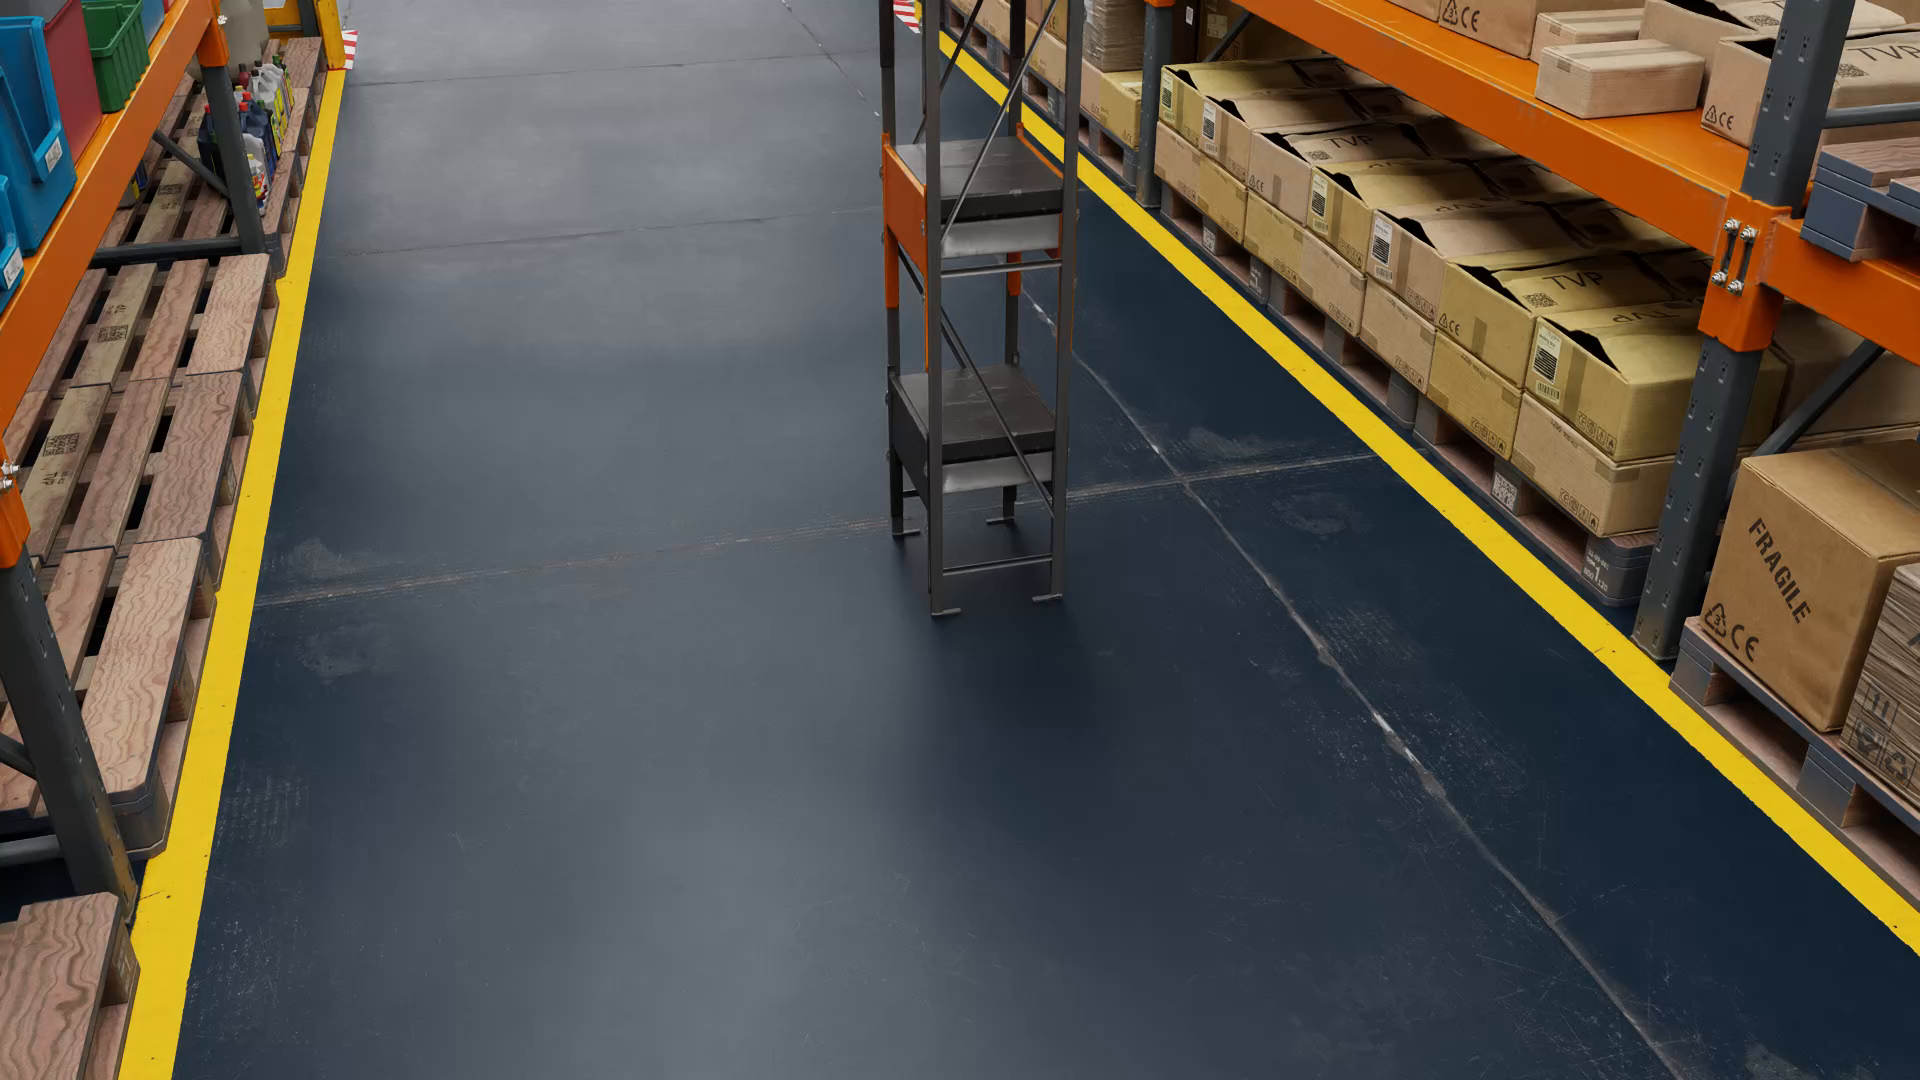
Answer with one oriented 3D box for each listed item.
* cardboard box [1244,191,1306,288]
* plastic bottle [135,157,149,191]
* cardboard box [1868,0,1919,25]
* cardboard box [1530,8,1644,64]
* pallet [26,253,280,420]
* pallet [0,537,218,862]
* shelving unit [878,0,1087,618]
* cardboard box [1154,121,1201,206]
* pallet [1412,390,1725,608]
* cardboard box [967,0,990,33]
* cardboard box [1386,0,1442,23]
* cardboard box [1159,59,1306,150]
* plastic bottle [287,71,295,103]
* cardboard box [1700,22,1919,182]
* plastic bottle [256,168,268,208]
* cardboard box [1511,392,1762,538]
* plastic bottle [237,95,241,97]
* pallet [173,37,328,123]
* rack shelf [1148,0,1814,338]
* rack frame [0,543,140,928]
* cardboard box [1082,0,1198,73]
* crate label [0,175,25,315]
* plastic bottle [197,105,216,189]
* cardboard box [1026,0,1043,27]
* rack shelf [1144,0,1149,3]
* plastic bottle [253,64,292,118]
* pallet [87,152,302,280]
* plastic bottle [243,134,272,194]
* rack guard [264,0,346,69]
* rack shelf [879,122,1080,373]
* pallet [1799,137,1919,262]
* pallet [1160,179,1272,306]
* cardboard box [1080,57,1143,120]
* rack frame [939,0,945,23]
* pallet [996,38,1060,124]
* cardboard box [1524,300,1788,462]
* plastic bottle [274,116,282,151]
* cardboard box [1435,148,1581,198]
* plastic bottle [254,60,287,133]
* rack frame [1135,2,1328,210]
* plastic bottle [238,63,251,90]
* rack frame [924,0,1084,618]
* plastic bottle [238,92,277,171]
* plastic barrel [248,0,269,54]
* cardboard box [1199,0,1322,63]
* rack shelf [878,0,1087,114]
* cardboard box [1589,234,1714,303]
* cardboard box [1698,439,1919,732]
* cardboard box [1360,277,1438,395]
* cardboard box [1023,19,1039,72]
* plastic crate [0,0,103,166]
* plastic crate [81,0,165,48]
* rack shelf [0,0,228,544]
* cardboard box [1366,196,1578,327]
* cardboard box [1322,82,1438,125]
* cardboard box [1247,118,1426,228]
[{"bbox_3d":[1.493,-1.246,6.734,0.500,0.250,0.500,-9,31,-15],"label":"cardboard box"},{"bbox_3d":[-3.790,-1.731,7.526,0.152,0.276,0.135,-8,31,-13],"label":"plastic bottle"},{"bbox_3d":[5.812,-3.244,9.917,0.500,0.500,0.500,-10,32,-17],"label":"cardboard box"},{"bbox_3d":[2.020,-1.547,5.179,0.380,0.149,0.250,-6,31,-10],"label":"cardboard box"},{"bbox_3d":[-3.180,-0.741,6.320,1.003,0.211,1.213,-8,31,-13],"label":"pallet"},{"bbox_3d":[-2.533,0.437,4.284,1.003,0.211,1.213,-8,31,-13],"label":"pallet"},{"bbox_3d":[0.044,-0.829,4.586,0.431,2.100,0.503,-8,31,-13],"label":"shelving unit"},{"bbox_3d":[1.219,-1.743,7.593,0.500,0.250,0.500,-9,31,-14],"label":"cardboard box"},{"bbox_3d":[2.231,-0.243,5.459,1.003,0.211,1.213,-8,31,-13],"label":"pallet"},{"bbox_3d":[0.353,-3.373,10.409,0.500,0.250,0.500,-8,31,-13],"label":"cardboard box"},{"bbox_3d":[1.812,-2.153,5.875,0.500,0.500,0.500,-8,31,-13],"label":"cardboard box"},{"bbox_3d":[1.220,-1.981,7.444,0.500,0.311,0.500,-8,31,-13],"label":"cardboard box"},{"bbox_3d":[-3.578,-2.405,8.765,0.097,0.201,0.097,0,30,0],"label":"plastic bottle"},{"bbox_3d":[2.358,-1.190,4.401,0.500,0.311,0.500,-6,31,-10],"label":"cardboard box"},{"bbox_3d":[-3.115,-1.563,7.310,0.097,0.201,0.097,0,30,0],"label":"plastic bottle"},{"bbox_3d":[2.038,-0.261,5.031,0.500,0.250,0.500,-7,31,-12],"label":"cardboard box"},{"bbox_3d":[-3.557,-2.096,8.231,0.097,0.201,0.097,0,30,0],"label":"plastic bottle"},{"bbox_3d":[-4.212,-2.624,9.572,1.003,0.211,1.213,-8,31,-13],"label":"pallet"},{"bbox_3d":[1.882,-1.702,5.914,1.077,0.370,4.000,-8,31,-13],"label":"rack shelf"},{"bbox_3d":[-2.364,-0.390,2.930,1.000,3.000,0.127,-8,31,-13],"label":"rack frame"},{"bbox_3d":[0.895,-2.733,8.555,0.500,0.500,0.500,-8,31,-13],"label":"cardboard box"},{"bbox_3d":[-2.115,-0.571,3.410,0.303,0.233,0.416,-8,31,-13],"label":"crate label"},{"bbox_3d":[-3.379,-1.792,7.557,0.144,0.351,0.185,-8,31,-13],"label":"plastic bottle"},{"bbox_3d":[0.612,-3.214,9.385,0.500,0.500,0.500,-8,31,-13],"label":"cardboard box"},{"bbox_3d":[0.820,-3.634,9.252,1.077,0.370,4.000,-8,31,-13],"label":"rack shelf"},{"bbox_3d":[-3.537,-2.312,8.529,0.152,0.276,0.135,-8,31,-13],"label":"plastic bottle"},{"bbox_3d":[-3.564,-1.445,7.536,1.003,0.211,1.213,-8,31,-13],"label":"pallet"},{"bbox_3d":[-3.200,-1.699,7.470,0.152,0.276,0.135,-7,31,-11],"label":"plastic bottle"},{"bbox_3d":[-4.422,-3.142,10.179,1.175,0.500,0.348,-8,31,-13],"label":"rack guard"},{"bbox_3d":[0.044,-0.817,4.593,0.431,0.518,0.480,-8,31,-13],"label":"rack shelf"},{"bbox_3d":[2.660,-0.646,3.563,1.213,0.211,1.003,-8,31,-13],"label":"pallet"},{"bbox_3d":[1.584,-1.422,7.495,1.003,0.211,1.213,-8,31,-13],"label":"pallet"},{"bbox_3d":[0.894,-2.409,8.742,0.500,0.250,0.500,-8,31,-13],"label":"cardboard box"},{"bbox_3d":[0.289,-4.911,10.740,1.000,3.000,0.127,-8,31,-13],"label":"rack frame"},{"bbox_3d":[0.853,-2.752,9.794,1.003,0.211,1.213,-8,31,-13],"label":"pallet"},{"bbox_3d":[2.036,-0.502,4.889,0.500,0.311,0.500,-7,31,-12],"label":"cardboard box"},{"bbox_3d":[-3.343,-1.978,8.027,0.097,0.201,0.097,0,30,0],"label":"plastic bottle"},{"bbox_3d":[2.139,-1.321,6.304,0.500,0.311,0.500,-8,31,-14],"label":"cardboard box"},{"bbox_3d":[-3.452,-2.198,8.258,0.144,0.351,0.185,-7,31,-11],"label":"plastic bottle"},{"bbox_3d":[1.351,-2.979,7.403,1.000,3.000,0.127,-8,31,-13],"label":"rack frame"},{"bbox_3d":[-3.640,-2.300,8.503,0.061,0.283,0.133,-8,31,-13],"label":"plastic bottle"},{"bbox_3d":[0.109,-0.711,4.382,0.400,2.100,0.015,-8,31,-13],"label":"rack frame"},{"bbox_3d":[-3.290,-1.902,7.748,0.144,0.351,0.185,-9,31,-15],"label":"plastic bottle"},{"bbox_3d":[-4.239,-3.052,9.592,0.421,0.512,0.421,0,30,0],"label":"plastic barrel"},{"bbox_3d":[1.529,-2.561,8.257,0.500,0.500,0.500,-8,31,-13],"label":"cardboard box"},{"bbox_3d":[0.044,-1.423,4.242,0.431,0.518,0.480,-8,31,-13],"label":"rack shelf"},{"bbox_3d":[2.409,-0.826,5.449,0.500,0.311,0.500,-9,31,-15],"label":"cardboard box"},{"bbox_3d":[2.258,0.102,4.135,0.500,0.500,0.500,-7,31,-11],"label":"cardboard box"},{"bbox_3d":[1.767,-0.752,5.881,0.500,0.250,0.500,-7,31,-12],"label":"cardboard box"},{"bbox_3d":[0.613,-2.889,9.573,0.500,0.250,0.500,-8,31,-13],"label":"cardboard box"},{"bbox_3d":[-2.498,-1.239,4.333,0.402,0.464,0.583,-8,31,-13],"label":"plastic crate"},{"bbox_3d":[-2.833,-1.824,5.423,0.392,0.384,0.575,-8,31,-13],"label":"plastic crate"},{"bbox_3d":[-2.895,-1.045,4.779,1.077,0.370,4.000,-8,31,-13],"label":"rack shelf"},{"bbox_3d":[1.760,-0.996,5.743,0.500,0.311,0.500,-8,31,-14],"label":"cardboard box"},{"bbox_3d":[1.879,-1.806,7.141,0.500,0.311,0.500,-7,31,-12],"label":"cardboard box"},{"bbox_3d":[1.487,-1.489,6.593,0.500,0.311,0.500,-9,31,-15],"label":"cardboard box"}]
